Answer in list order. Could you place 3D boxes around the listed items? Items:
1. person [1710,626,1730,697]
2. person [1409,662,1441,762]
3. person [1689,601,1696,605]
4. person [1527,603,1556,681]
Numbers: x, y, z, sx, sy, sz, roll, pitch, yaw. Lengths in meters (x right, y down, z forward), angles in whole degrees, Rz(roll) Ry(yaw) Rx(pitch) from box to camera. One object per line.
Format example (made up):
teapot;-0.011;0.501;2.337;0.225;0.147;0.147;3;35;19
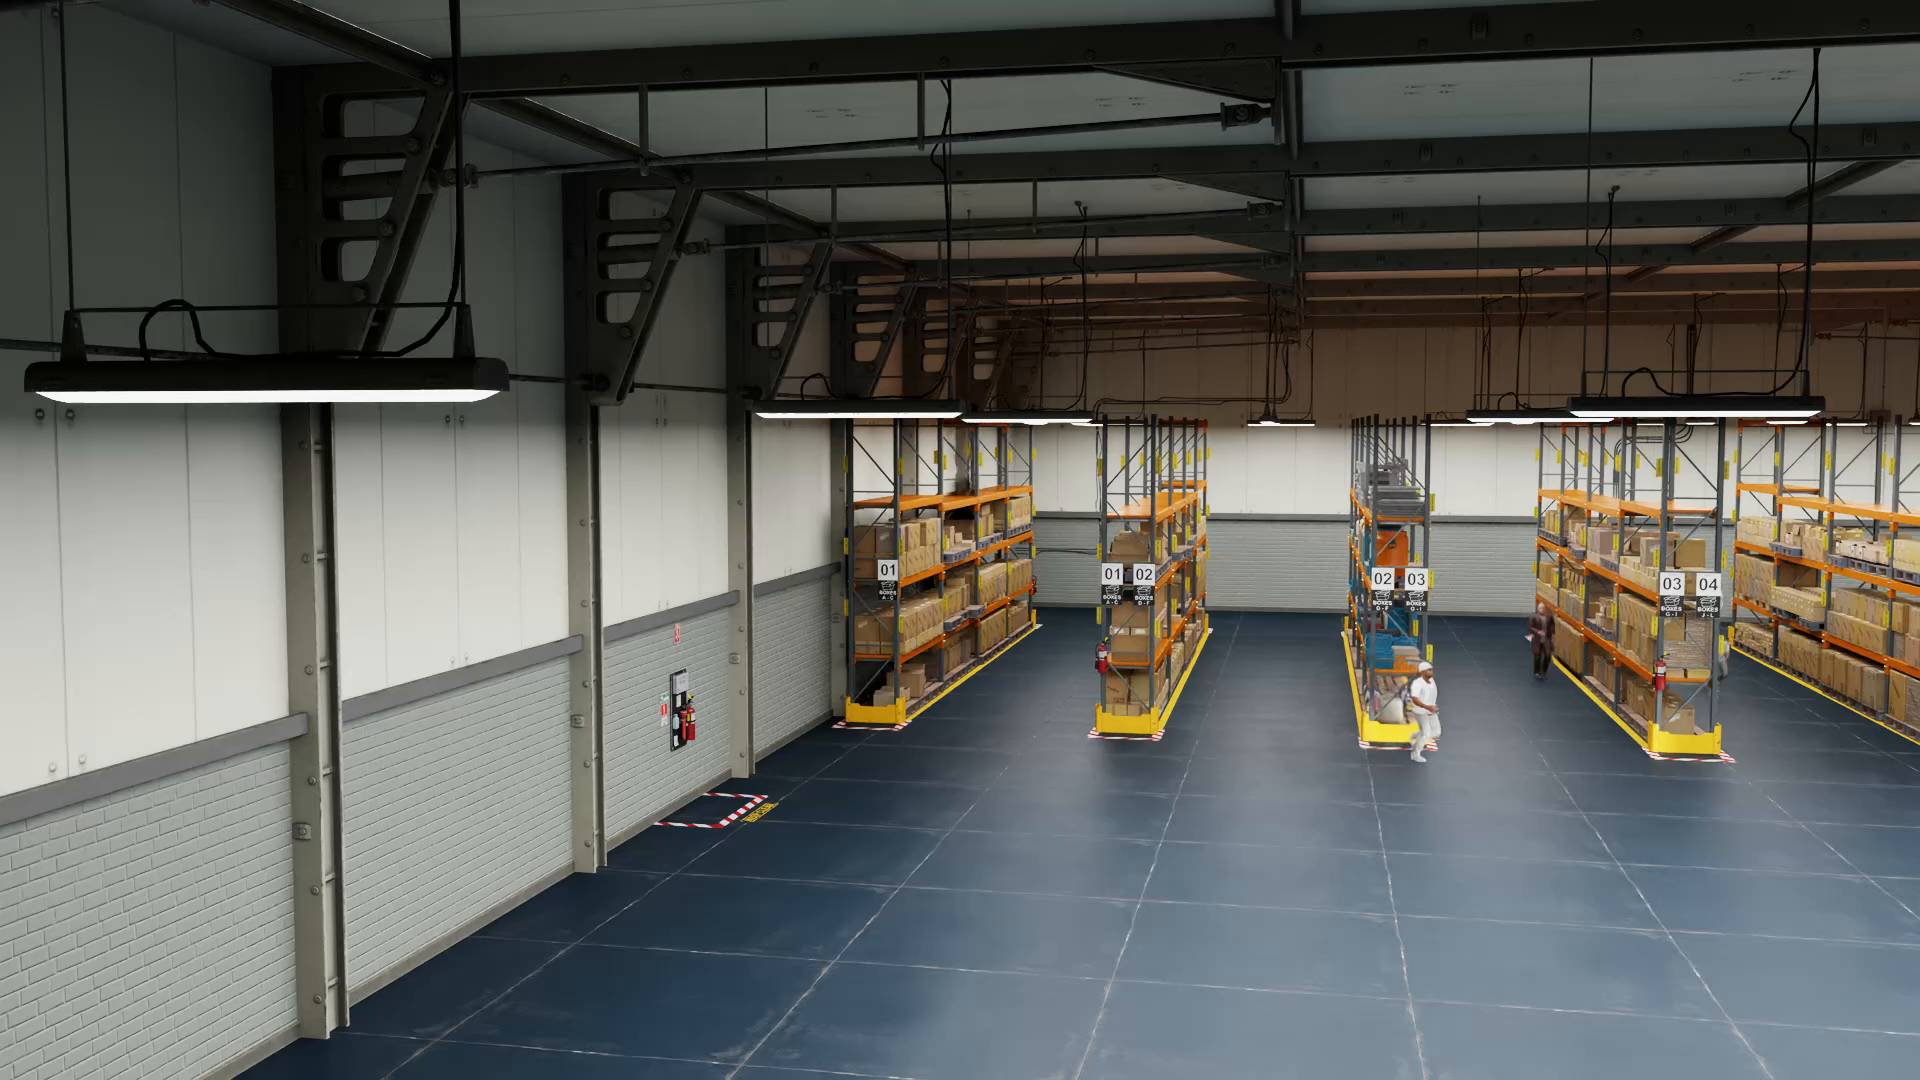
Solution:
person;16.138;2.583;35.425;0.603;1.560;0.487;0;4;2
person;8.035;2.958;28.686;0.739;1.722;0.646;-4;5;-44
person;19.092;1.987;43.660;0.635;1.688;0.881;2;4;23
person;13.257;2.321;37.879;0.672;1.771;0.836;0;4;6
